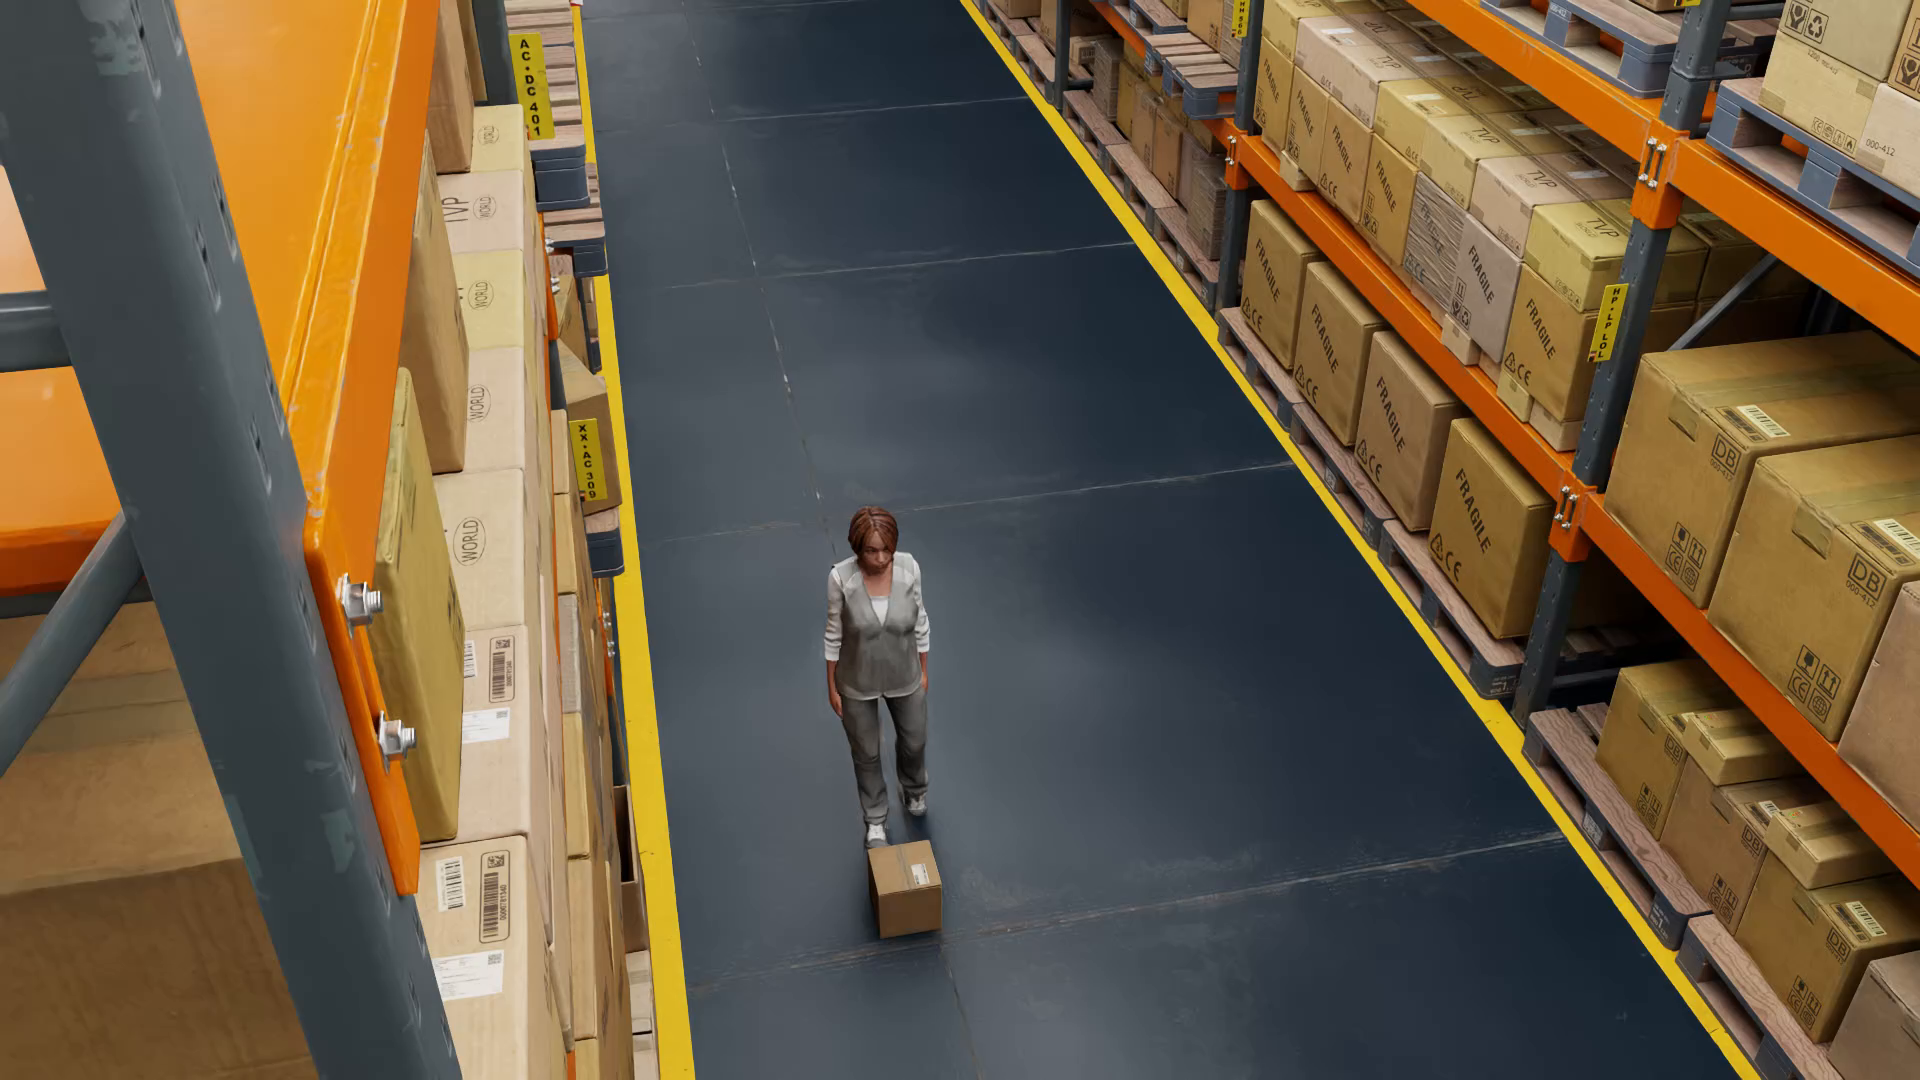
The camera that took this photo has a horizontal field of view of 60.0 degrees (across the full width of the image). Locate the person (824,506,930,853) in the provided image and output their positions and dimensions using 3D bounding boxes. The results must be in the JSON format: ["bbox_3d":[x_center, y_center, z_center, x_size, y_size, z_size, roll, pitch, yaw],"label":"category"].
[{"bbox_3d":[-0.316,0.582,6.575,0.424,1.662,0.432,-7,35,-10],"label":"person"}]
